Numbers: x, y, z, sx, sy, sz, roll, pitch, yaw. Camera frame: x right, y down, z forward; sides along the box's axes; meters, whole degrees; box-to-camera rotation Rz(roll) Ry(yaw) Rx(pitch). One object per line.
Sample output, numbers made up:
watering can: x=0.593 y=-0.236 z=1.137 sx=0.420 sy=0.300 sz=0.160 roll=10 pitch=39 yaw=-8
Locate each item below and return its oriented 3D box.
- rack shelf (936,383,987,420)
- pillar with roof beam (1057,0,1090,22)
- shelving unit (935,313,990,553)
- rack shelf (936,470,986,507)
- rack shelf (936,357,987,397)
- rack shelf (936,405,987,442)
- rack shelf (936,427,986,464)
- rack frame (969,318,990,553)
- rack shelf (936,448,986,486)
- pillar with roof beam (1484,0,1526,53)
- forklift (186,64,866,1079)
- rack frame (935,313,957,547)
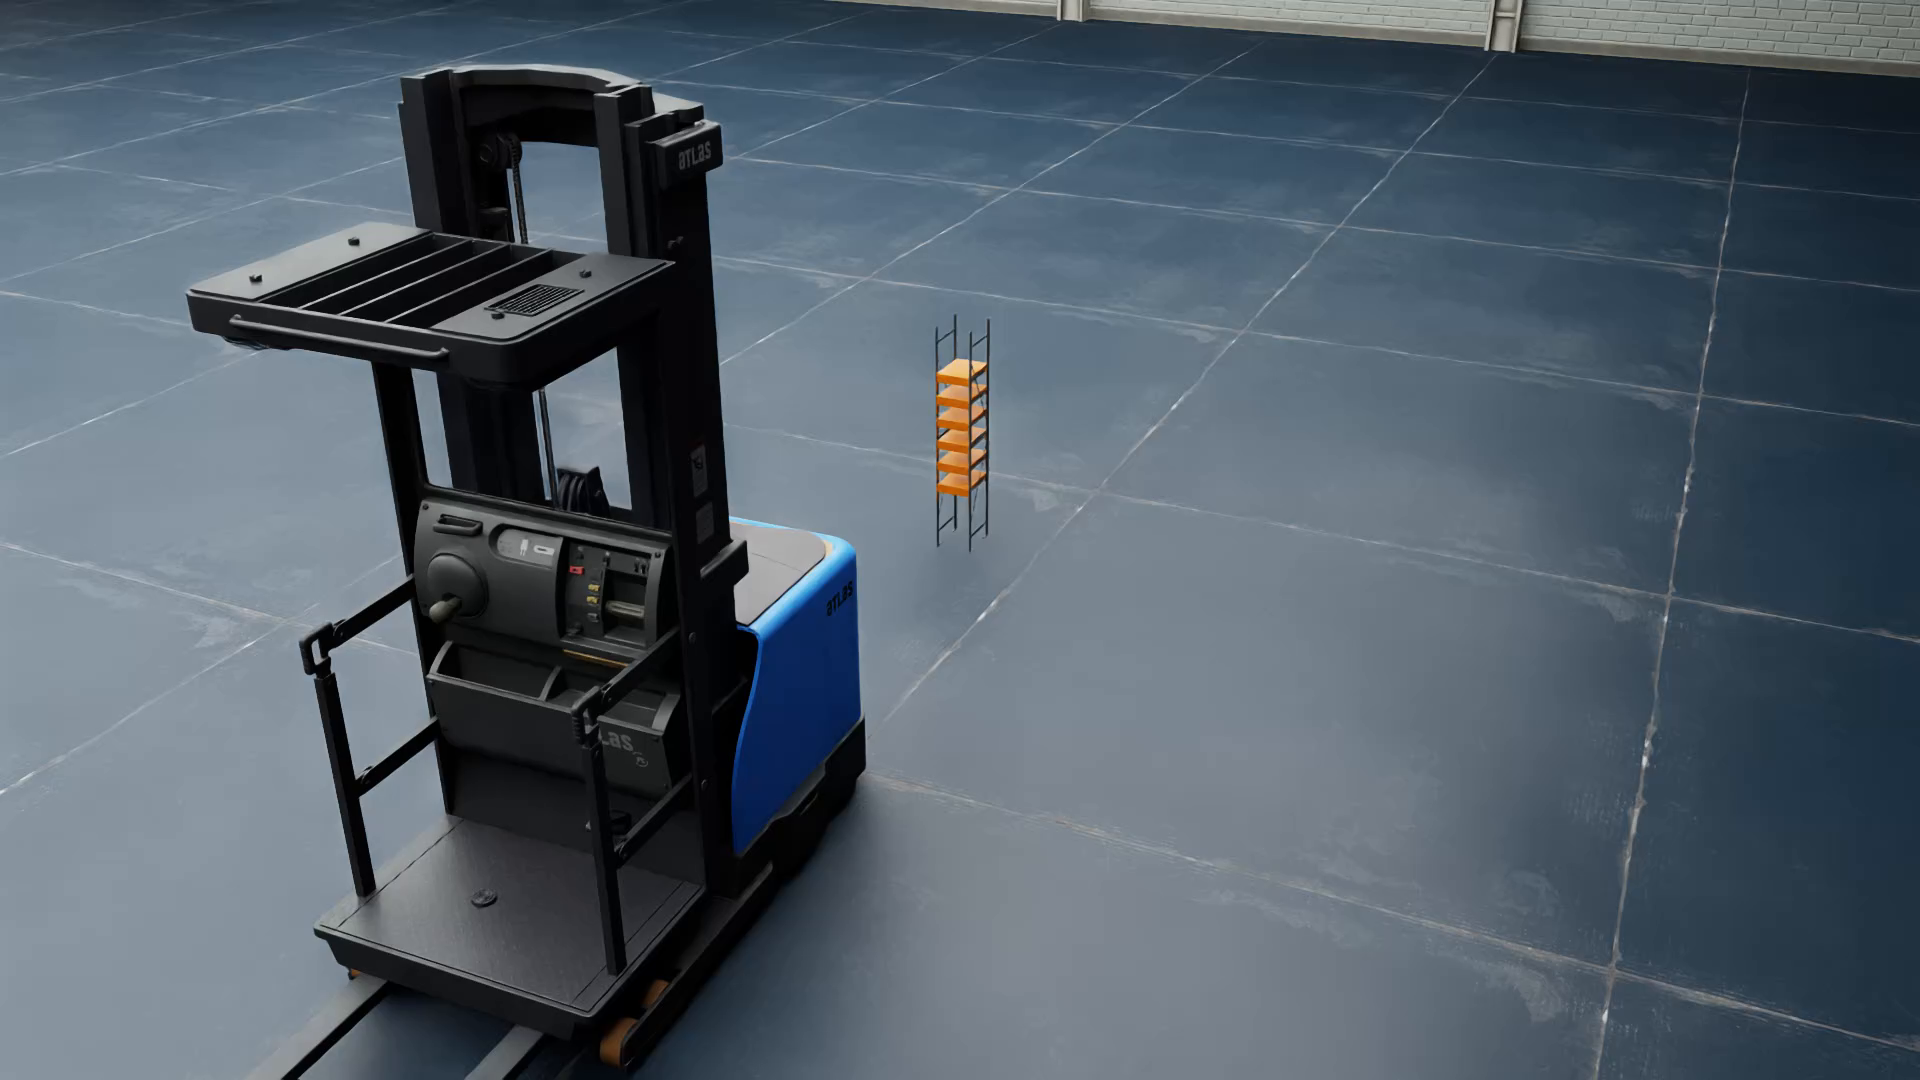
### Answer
rack shelf: x=0.013 y=-0.711 z=8.393 sx=0.180 sy=0.103 sz=0.258 roll=11 pitch=28 yaw=22
pillar with roof beam: x=-0.144 y=-9.832 z=18.533 sx=0.400 sy=9.000 sz=9.100 roll=11 pitch=28 yaw=22
shelving unit: x=0.013 y=-0.536 z=8.480 sx=0.189 sy=1.200 sz=0.258 roll=11 pitch=28 yaw=22
rack shelf: x=0.013 y=-0.280 z=8.605 sx=0.180 sy=0.103 sz=0.258 roll=11 pitch=28 yaw=22
rack shelf: x=0.013 y=-0.819 z=8.340 sx=0.180 sy=0.103 sz=0.258 roll=11 pitch=28 yaw=22
rack shelf: x=0.013 y=-0.603 z=8.446 sx=0.180 sy=0.103 sz=0.258 roll=11 pitch=28 yaw=22
rack shelf: x=0.013 y=-0.496 z=8.499 sx=0.180 sy=0.103 sz=0.258 roll=11 pitch=28 yaw=22
rack frame: x=0.096 y=-0.519 z=8.446 sx=0.006 sy=1.200 sz=0.240 roll=11 pitch=28 yaw=22
rack shelf: x=0.013 y=-0.388 z=8.552 sx=0.180 sy=0.103 sz=0.258 roll=11 pitch=28 yaw=22
pillar with roof beam: x=5.317 y=-8.735 z=16.305 sx=0.400 sy=9.000 sz=9.100 roll=11 pitch=28 yaw=22
forklift: x=-1.423 y=0.160 z=5.106 sx=1.130 sy=2.935 sz=3.031 roll=11 pitch=28 yaw=21
rack frame: x=-0.070 y=-0.552 z=8.514 sx=0.006 sy=1.200 sz=0.240 roll=11 pitch=28 yaw=22
